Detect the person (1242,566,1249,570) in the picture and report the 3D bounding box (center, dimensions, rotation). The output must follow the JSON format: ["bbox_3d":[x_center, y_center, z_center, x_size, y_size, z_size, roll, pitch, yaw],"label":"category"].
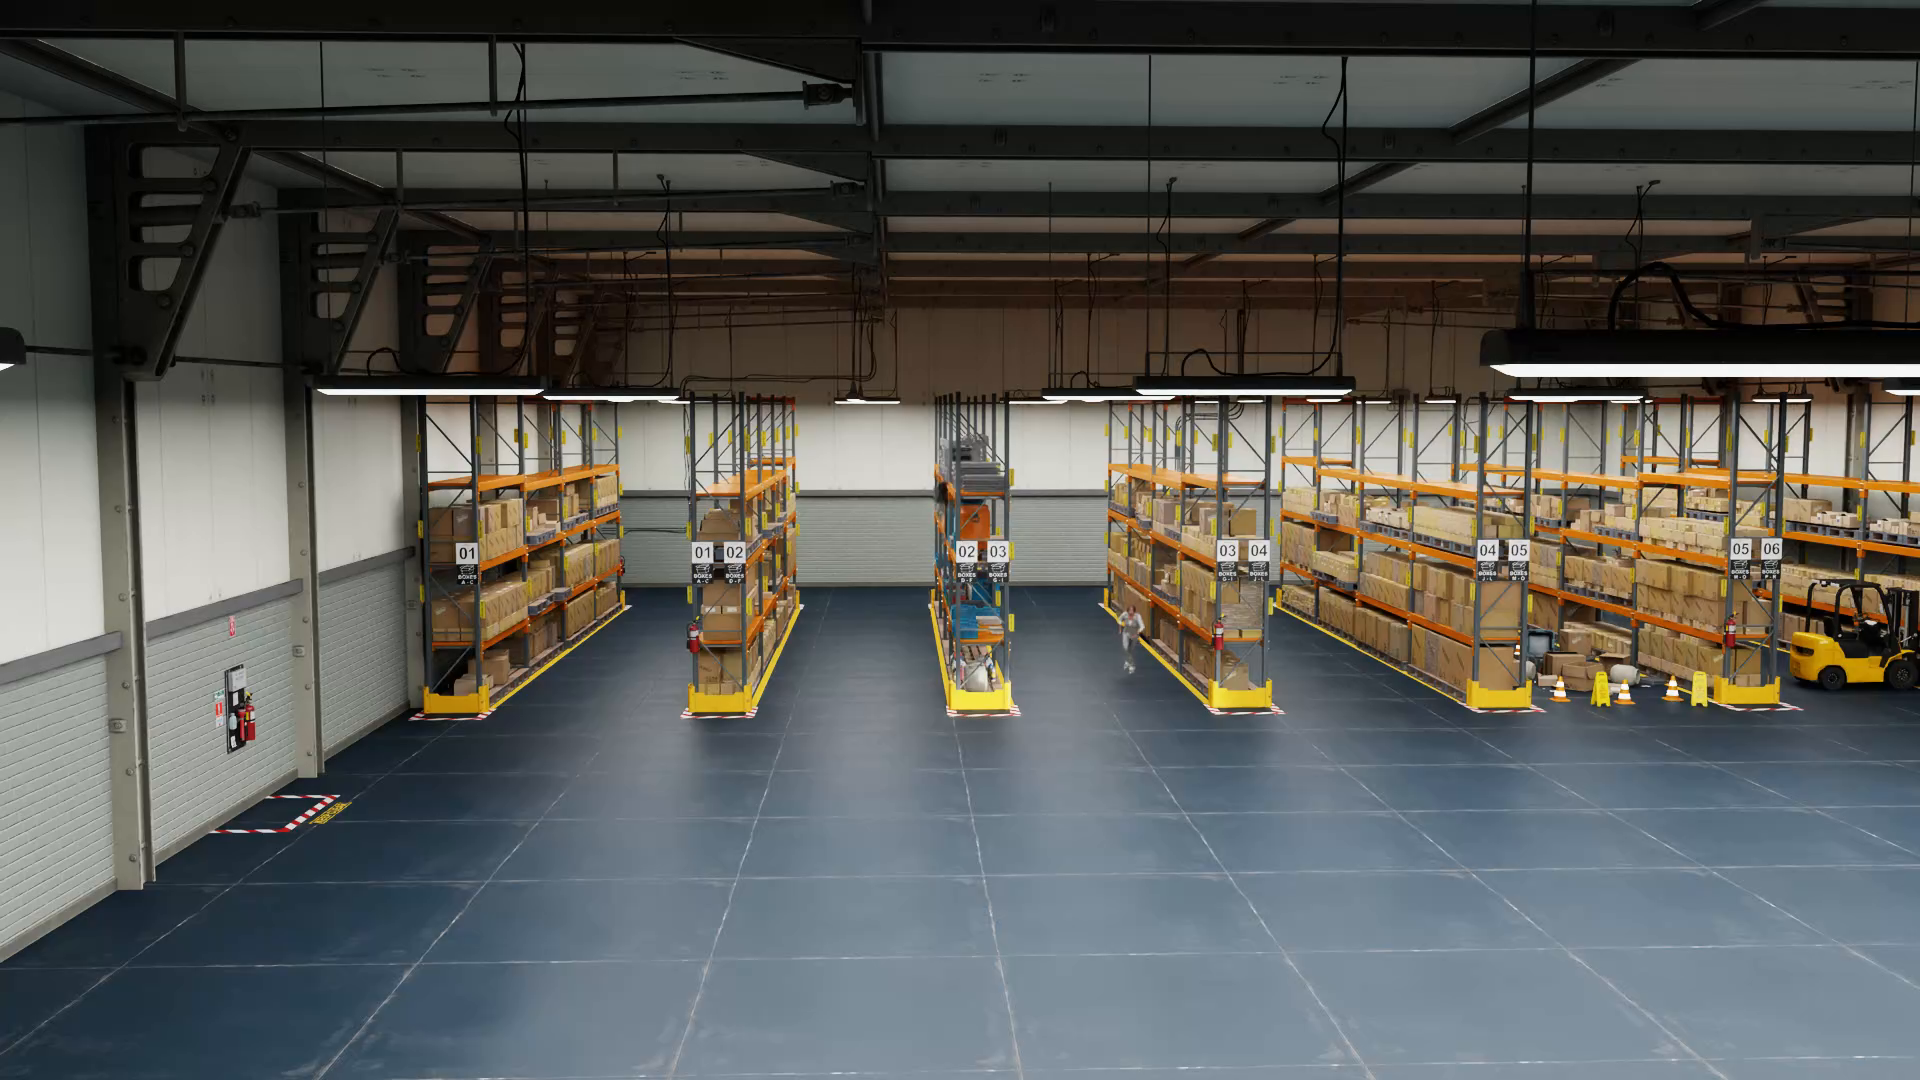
[{"bbox_3d":[8.031,1.112,47.310,0.625,1.608,0.649,0,5,-1],"label":"person"}]

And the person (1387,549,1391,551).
[{"bbox_3d":[12.060,1.121,46.518,0.643,1.711,0.982,-3,5,-30],"label":"person"}]

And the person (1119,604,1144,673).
[{"bbox_3d":[3.542,1.997,34.412,0.528,1.436,0.966,0,5,6],"label":"person"}]
